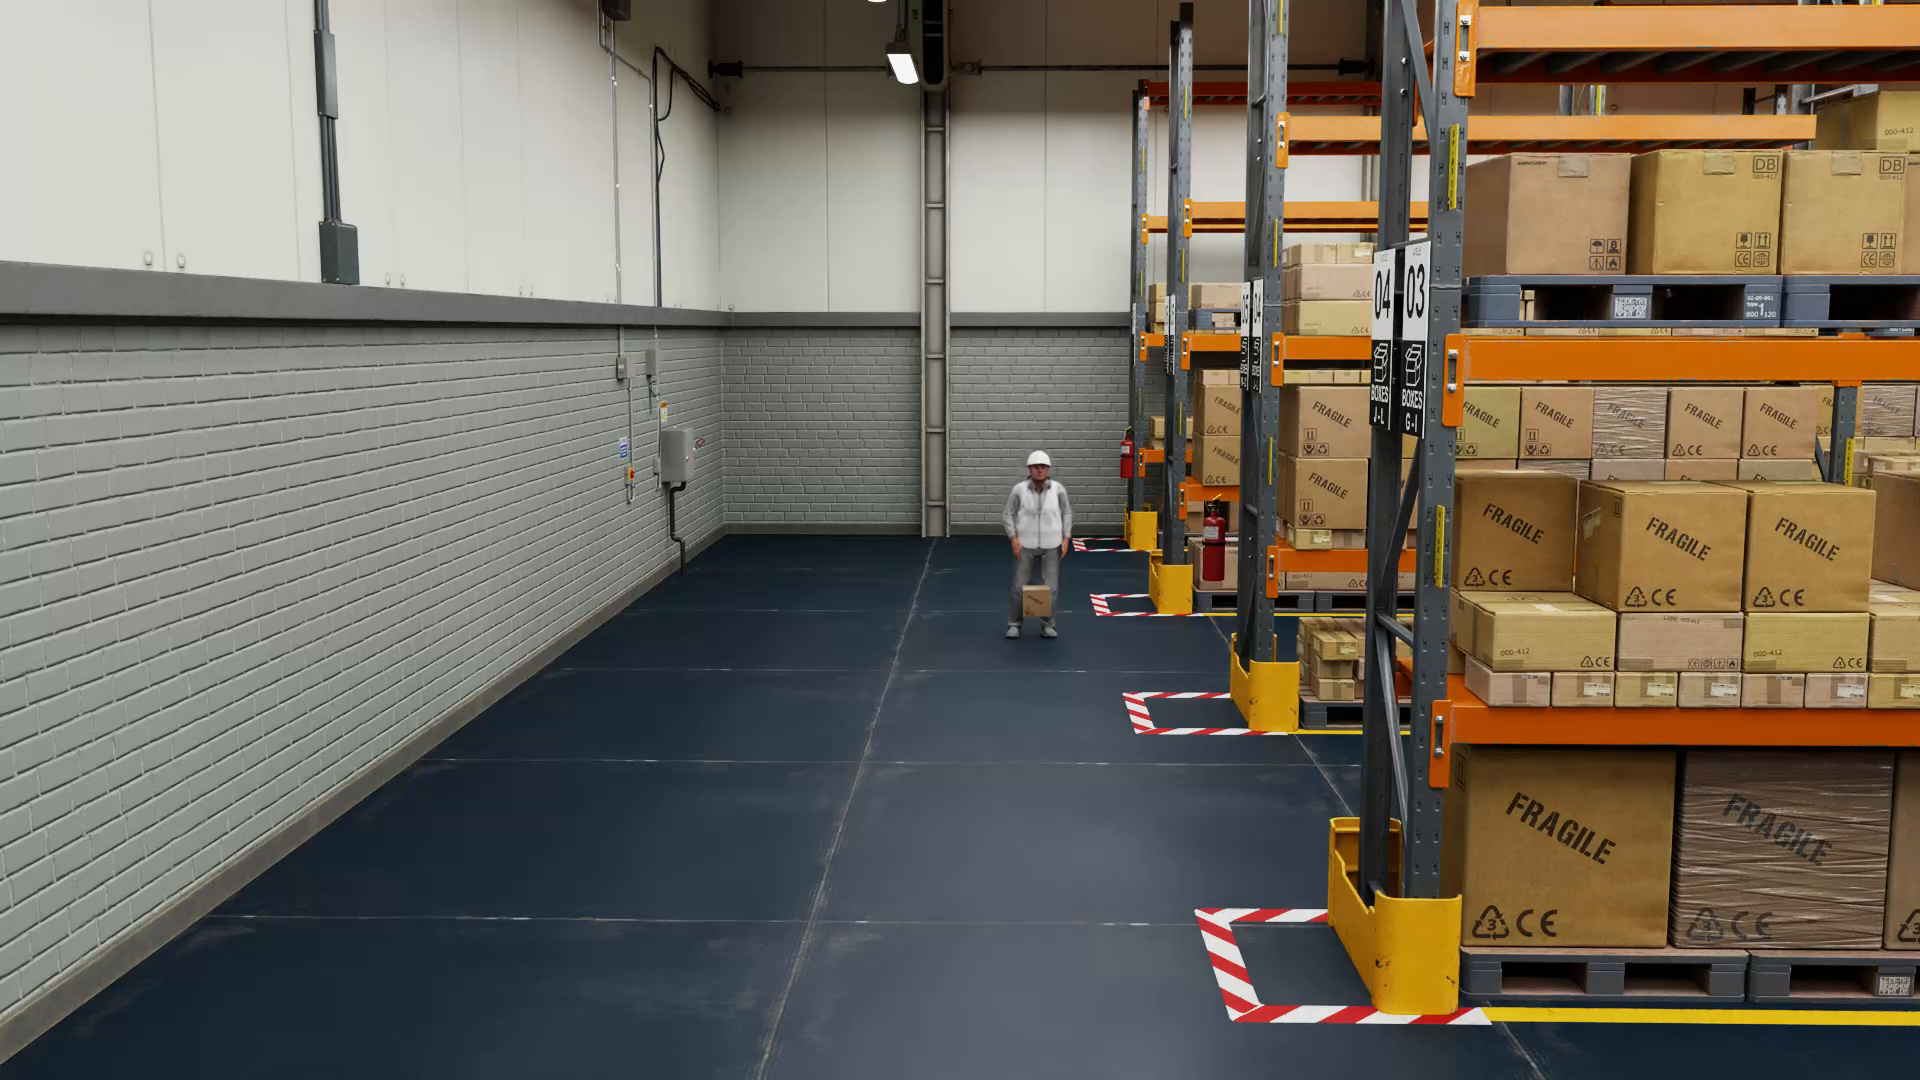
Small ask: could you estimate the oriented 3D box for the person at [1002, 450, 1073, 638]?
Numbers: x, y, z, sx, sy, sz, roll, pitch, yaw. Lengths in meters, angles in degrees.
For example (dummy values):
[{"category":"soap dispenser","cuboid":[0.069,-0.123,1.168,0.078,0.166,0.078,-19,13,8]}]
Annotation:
[{"category":"person","cuboid":[0.717,0.043,15.380,0.654,1.755,0.483,0,7,0]}]
